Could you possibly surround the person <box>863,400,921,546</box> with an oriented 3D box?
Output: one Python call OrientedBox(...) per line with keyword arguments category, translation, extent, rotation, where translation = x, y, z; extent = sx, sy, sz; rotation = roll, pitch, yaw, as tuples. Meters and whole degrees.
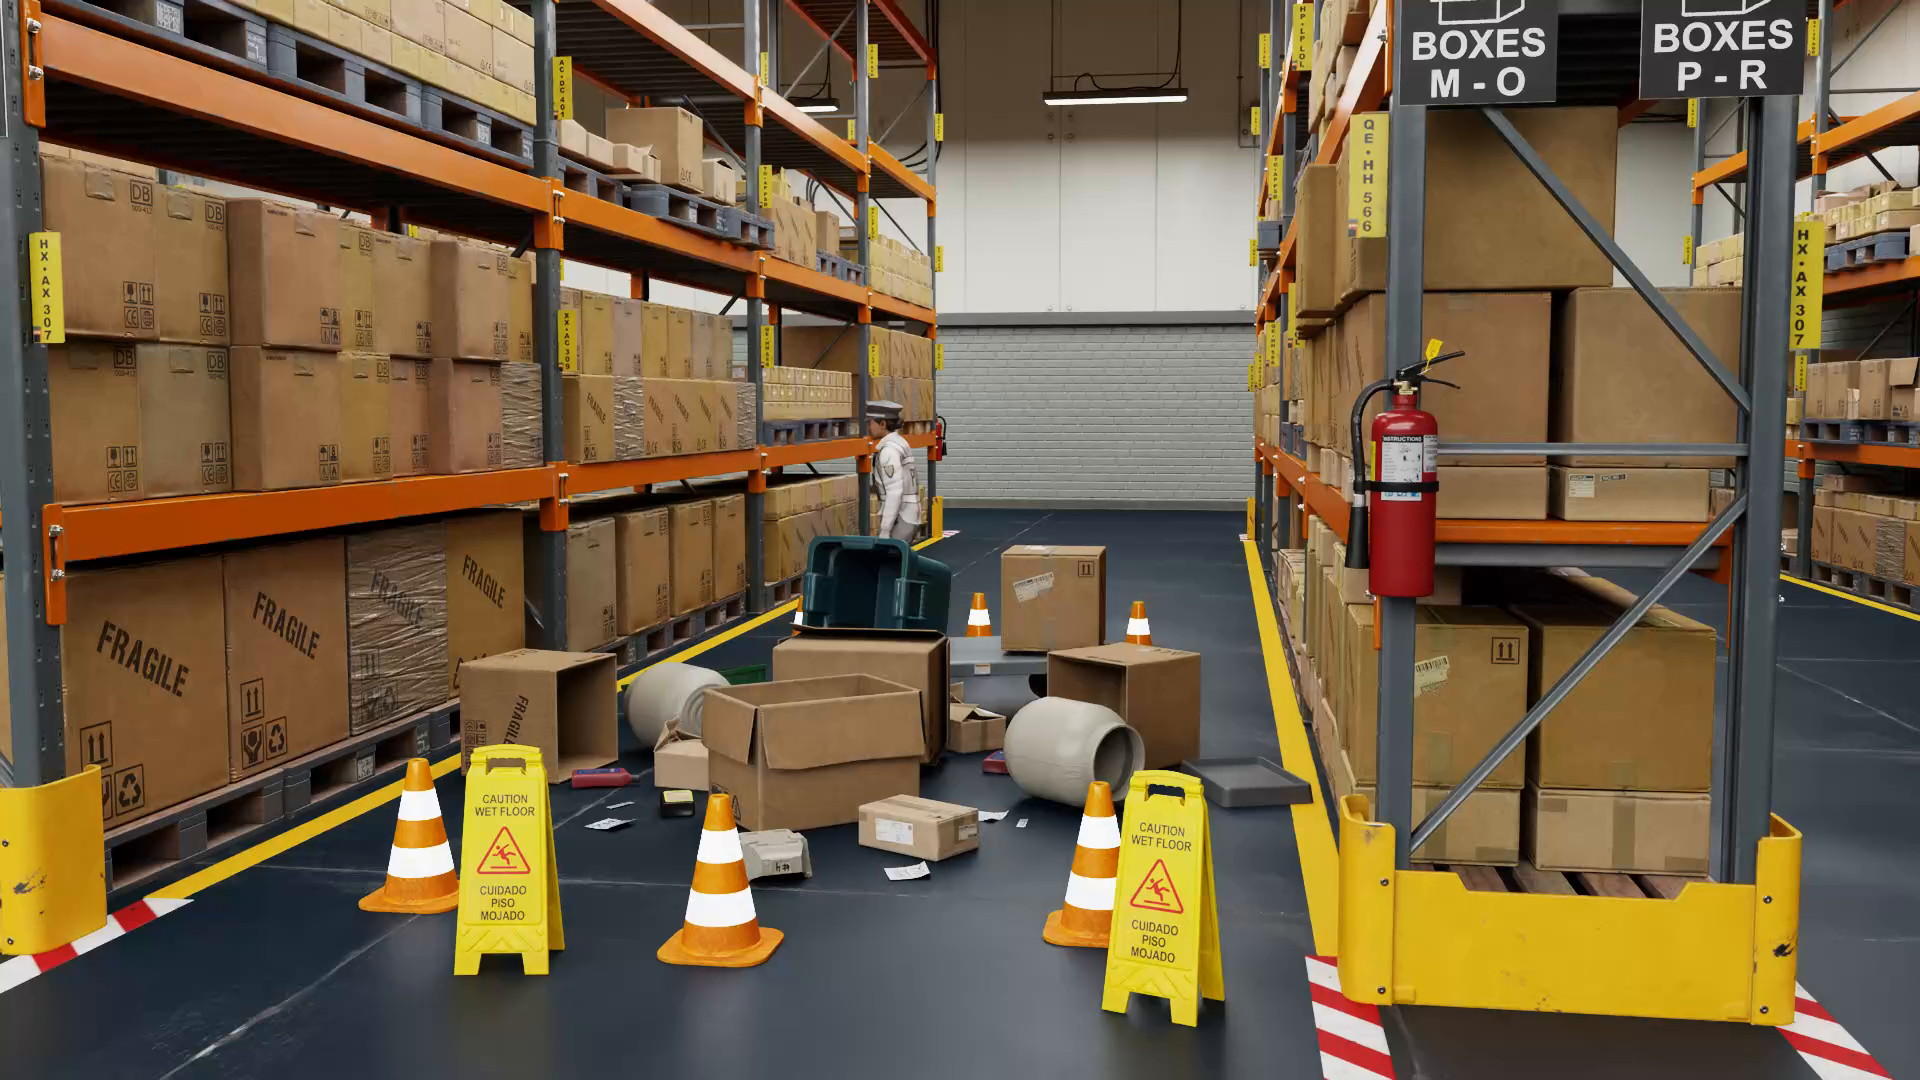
OrientedBox(category="person", translation=(-0.441, -0.076, 10.839), extent=(0.374, 1.661, 0.539), rotation=(0, 5, 5))
